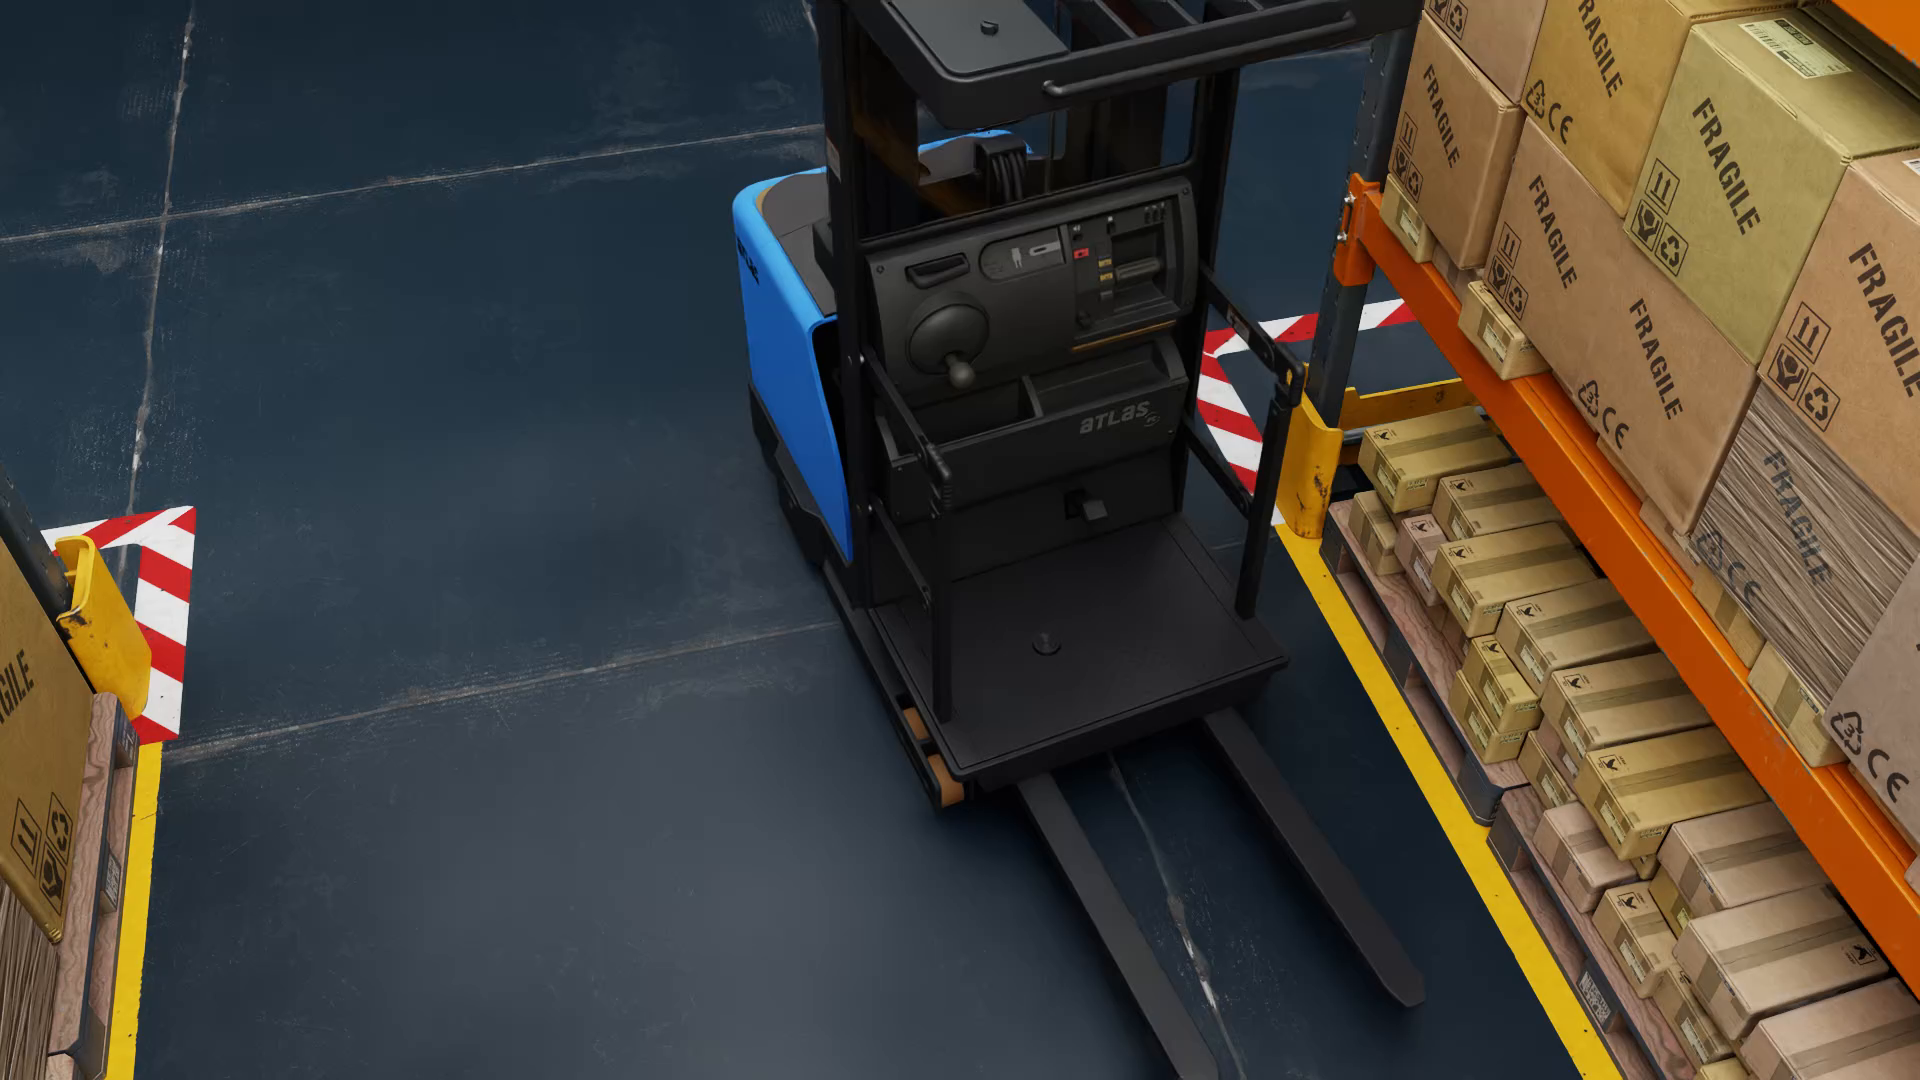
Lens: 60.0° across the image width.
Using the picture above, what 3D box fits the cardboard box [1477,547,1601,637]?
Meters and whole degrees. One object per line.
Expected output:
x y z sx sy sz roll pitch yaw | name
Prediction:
1.719 0.188 4.960 0.380 0.149 0.250 -10 46 -10 | cardboard box

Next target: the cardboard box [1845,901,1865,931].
2.398 0.927 4.444 0.380 0.149 0.250 -9 46 -9 | cardboard box

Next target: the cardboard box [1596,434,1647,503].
1.802 -0.239 4.060 0.380 0.149 0.250 -11 47 -11 | cardboard box

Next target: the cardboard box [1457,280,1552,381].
1.558 -0.585 4.399 0.380 0.149 0.250 -12 47 -11 | cardboard box

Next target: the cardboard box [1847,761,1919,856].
2.058 0.472 3.363 0.380 0.149 0.250 -11 47 -11 | cardboard box

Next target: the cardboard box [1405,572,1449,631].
1.640 0.117 5.237 0.380 0.149 0.250 -11 47 -10 | cardboard box

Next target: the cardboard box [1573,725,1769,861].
1.831 0.651 4.297 0.380 0.149 0.250 -10 46 -10 | cardboard box

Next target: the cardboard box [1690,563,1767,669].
1.884 0.119 3.709 0.380 0.149 0.250 -9 46 -9 | cardboard box

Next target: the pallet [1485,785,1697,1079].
2.171 1.117 4.508 1.003 0.211 1.213 -11 47 -10 | pallet

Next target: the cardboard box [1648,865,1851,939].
2.009 0.918 4.243 0.380 0.149 0.250 -9 46 -8 | cardboard box

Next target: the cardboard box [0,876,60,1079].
-2.677 1.169 3.697 0.875 0.875 0.875 -11 47 -10 | cardboard box

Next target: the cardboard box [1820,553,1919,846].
2.039 0.318 3.060 0.500 0.500 0.500 -11 47 -11 | cardboard box

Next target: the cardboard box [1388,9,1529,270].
1.517 -1.099 4.448 0.500 0.500 0.500 -9 46 -8 | cardboard box

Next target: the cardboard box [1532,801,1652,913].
1.807 0.830 4.538 0.380 0.149 0.250 -13 47 -12 | cardboard box

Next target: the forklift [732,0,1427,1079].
0.297 -0.584 4.271 1.130 2.935 3.031 -17 48 -16 | forklift

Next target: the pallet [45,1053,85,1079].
-2.562 1.872 3.768 1.003 0.211 1.213 -11 47 -10 | pallet

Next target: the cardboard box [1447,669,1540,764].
1.670 0.484 4.878 0.380 0.149 0.250 -10 46 -10 | cardboard box

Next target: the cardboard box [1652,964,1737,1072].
1.997 1.177 4.198 0.380 0.149 0.250 -10 46 -10 | cardboard box

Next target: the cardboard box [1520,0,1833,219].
1.663 -1.103 3.753 0.500 0.500 0.500 -9 46 -9 | cardboard box

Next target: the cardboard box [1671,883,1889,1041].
1.946 0.999 3.956 0.380 0.149 0.250 -12 47 -12 | cardboard box

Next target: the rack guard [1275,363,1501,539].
1.689 -0.393 5.785 1.175 0.500 0.348 -11 47 -10 | rack guard

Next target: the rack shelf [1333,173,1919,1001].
2.181 0.313 3.847 1.077 0.370 4.000 -11 47 -10 | rack shelf

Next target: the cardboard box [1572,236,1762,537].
1.792 -0.393 3.757 0.500 0.500 0.500 -10 46 -10 | cardboard box

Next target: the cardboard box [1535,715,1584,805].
1.840 0.550 4.604 0.380 0.149 0.250 -13 47 -12 | cardboard box

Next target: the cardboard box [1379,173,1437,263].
1.435 -0.948 4.755 0.380 0.149 0.250 -11 47 -11 | cardboard box

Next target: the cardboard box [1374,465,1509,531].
1.555 -0.165 5.305 0.380 0.149 0.250 -9 46 -9 | cardboard box

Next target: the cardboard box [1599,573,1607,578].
2.154 0.213 5.143 0.380 0.149 0.250 -11 47 -11 | cardboard box

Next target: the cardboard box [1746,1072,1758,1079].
2.085 1.299 3.870 0.380 0.149 0.250 -10 46 -9 | cardboard box

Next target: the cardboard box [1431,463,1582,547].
1.662 -0.085 5.019 0.380 0.149 0.250 -10 46 -10 | cardboard box

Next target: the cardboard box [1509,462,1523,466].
2.006 -0.144 5.493 0.380 0.149 0.250 -10 46 -10 | cardboard box

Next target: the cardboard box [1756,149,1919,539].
1.909 -0.389 3.053 0.500 0.500 0.500 -12 47 -12 | cardboard box

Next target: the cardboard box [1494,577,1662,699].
1.746 0.268 4.672 0.380 0.149 0.250 -13 47 -12 | cardboard box

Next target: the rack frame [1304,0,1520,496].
1.669 -1.320 4.943 1.000 3.000 0.127 -11 47 -10 | rack frame
